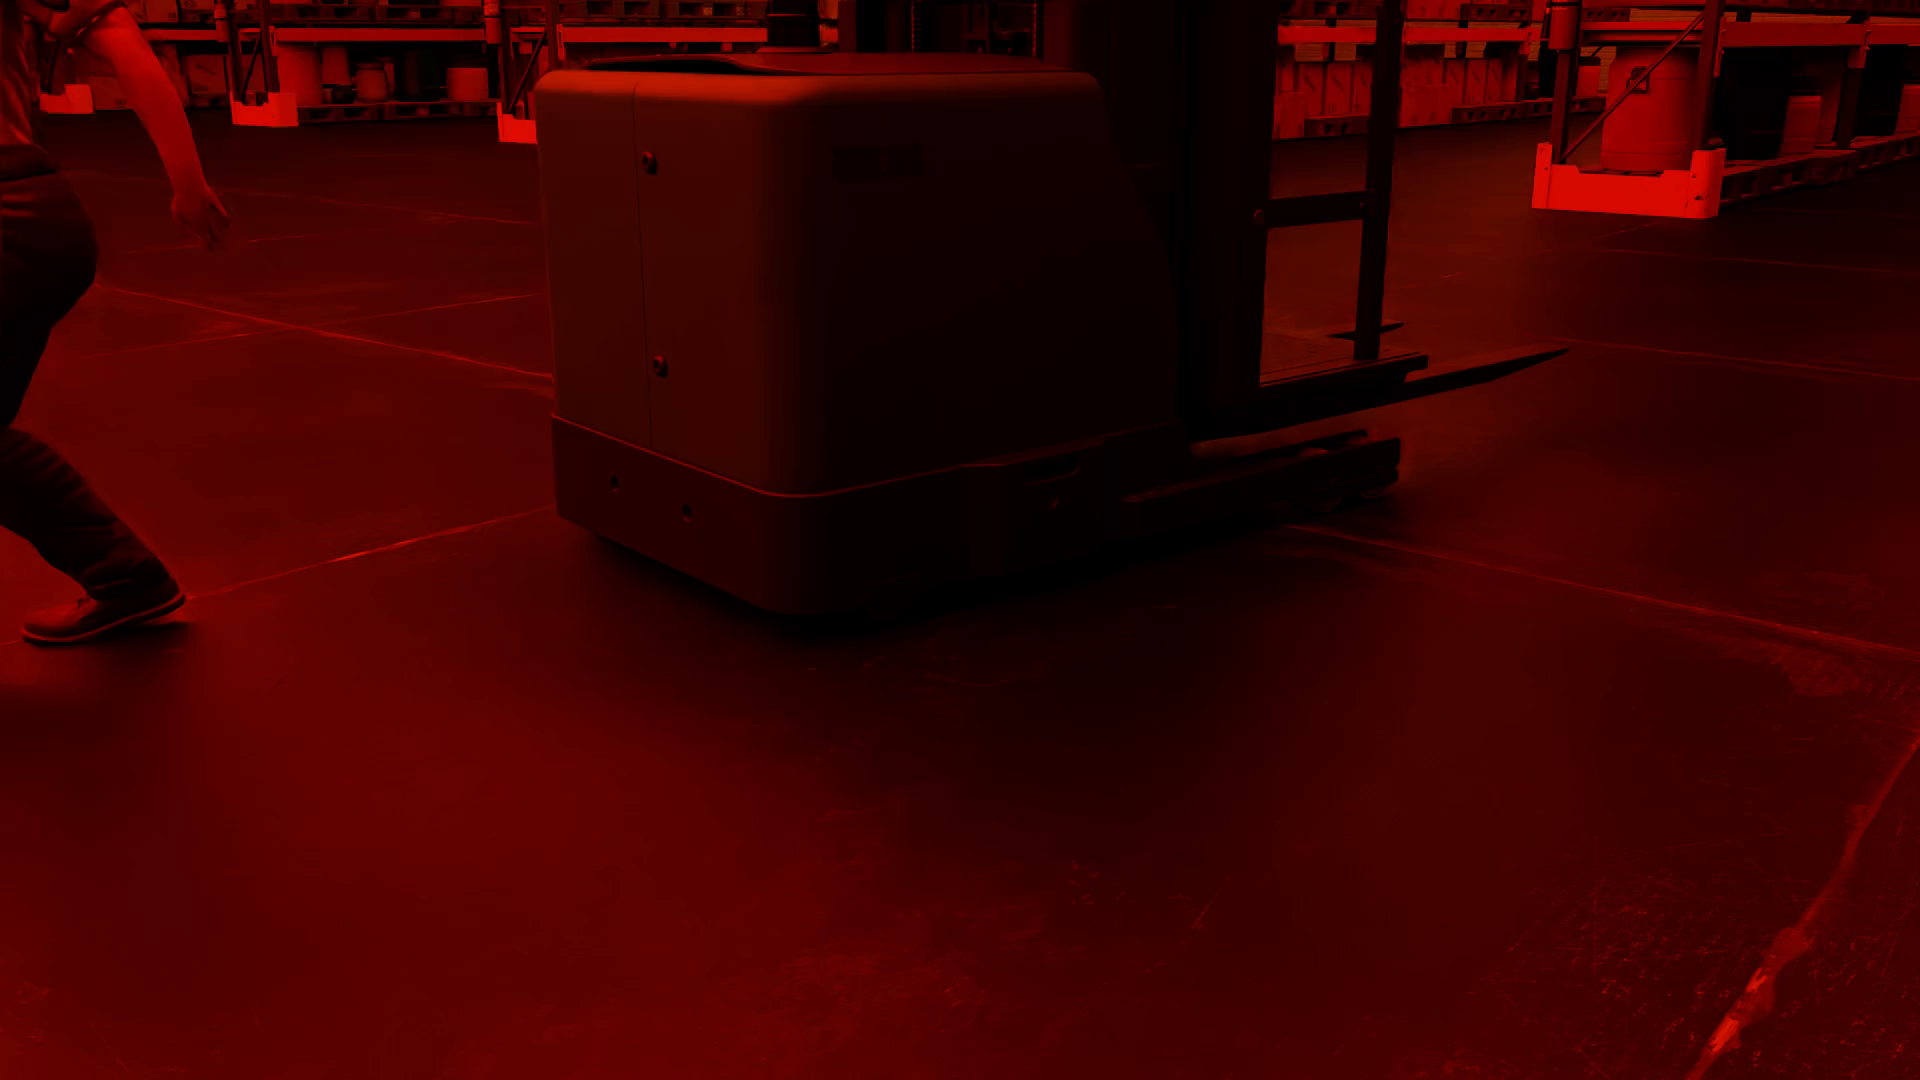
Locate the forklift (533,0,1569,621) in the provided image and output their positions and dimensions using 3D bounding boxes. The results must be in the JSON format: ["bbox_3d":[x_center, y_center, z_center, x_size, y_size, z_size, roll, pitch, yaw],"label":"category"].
[{"bbox_3d":[0.506,-1.574,4.080,3.031,2.935,1.130,-14,22,-38],"label":"forklift"}]

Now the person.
[{"bbox_3d":[-1.803,-0.513,2.998,0.828,1.637,0.527,-14,22,-38],"label":"person"}]
